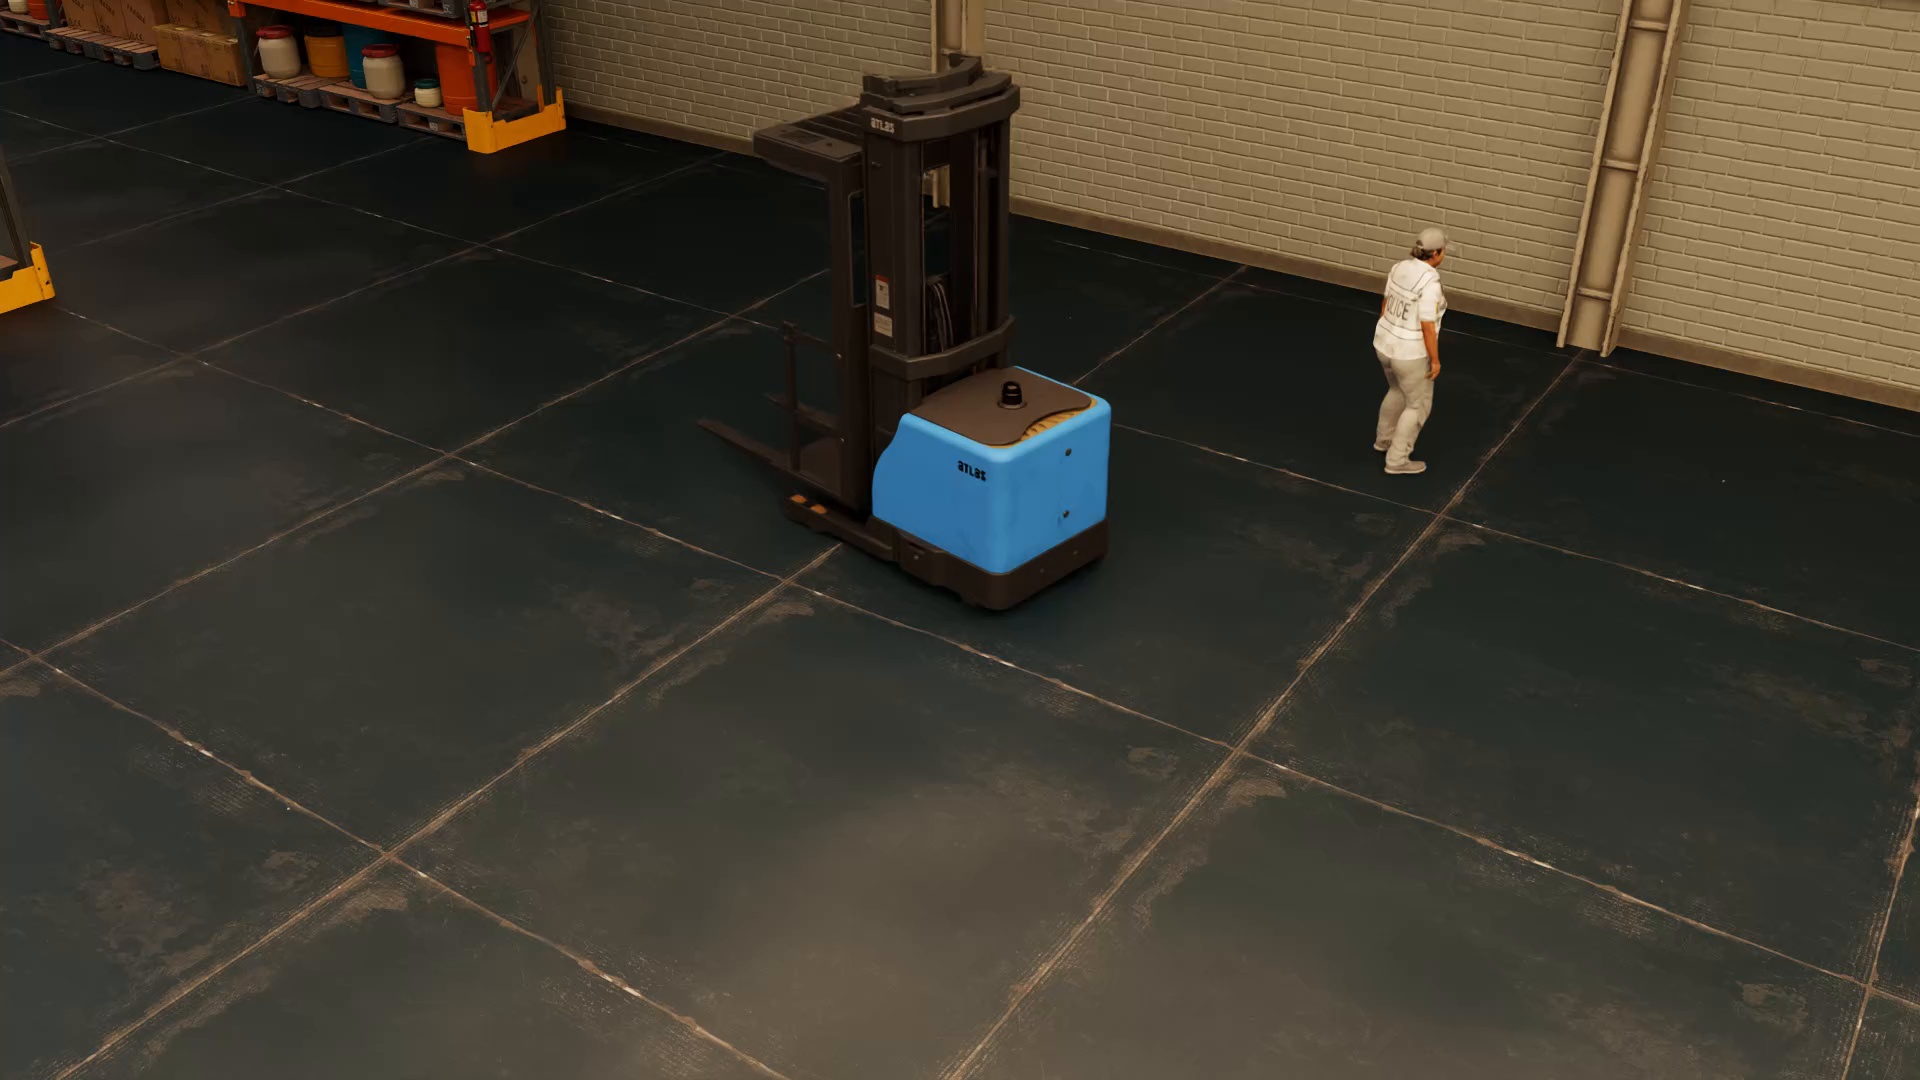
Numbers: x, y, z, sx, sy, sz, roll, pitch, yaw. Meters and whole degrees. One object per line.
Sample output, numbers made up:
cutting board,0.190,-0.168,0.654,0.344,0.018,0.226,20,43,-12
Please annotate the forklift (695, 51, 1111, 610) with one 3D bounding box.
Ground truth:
forklift,-0.508,-1.492,10.150,3.031,2.935,1.130,26,39,37

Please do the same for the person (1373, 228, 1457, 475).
person,2.996,-1.254,11.028,0.457,1.679,0.543,-10,31,-16
